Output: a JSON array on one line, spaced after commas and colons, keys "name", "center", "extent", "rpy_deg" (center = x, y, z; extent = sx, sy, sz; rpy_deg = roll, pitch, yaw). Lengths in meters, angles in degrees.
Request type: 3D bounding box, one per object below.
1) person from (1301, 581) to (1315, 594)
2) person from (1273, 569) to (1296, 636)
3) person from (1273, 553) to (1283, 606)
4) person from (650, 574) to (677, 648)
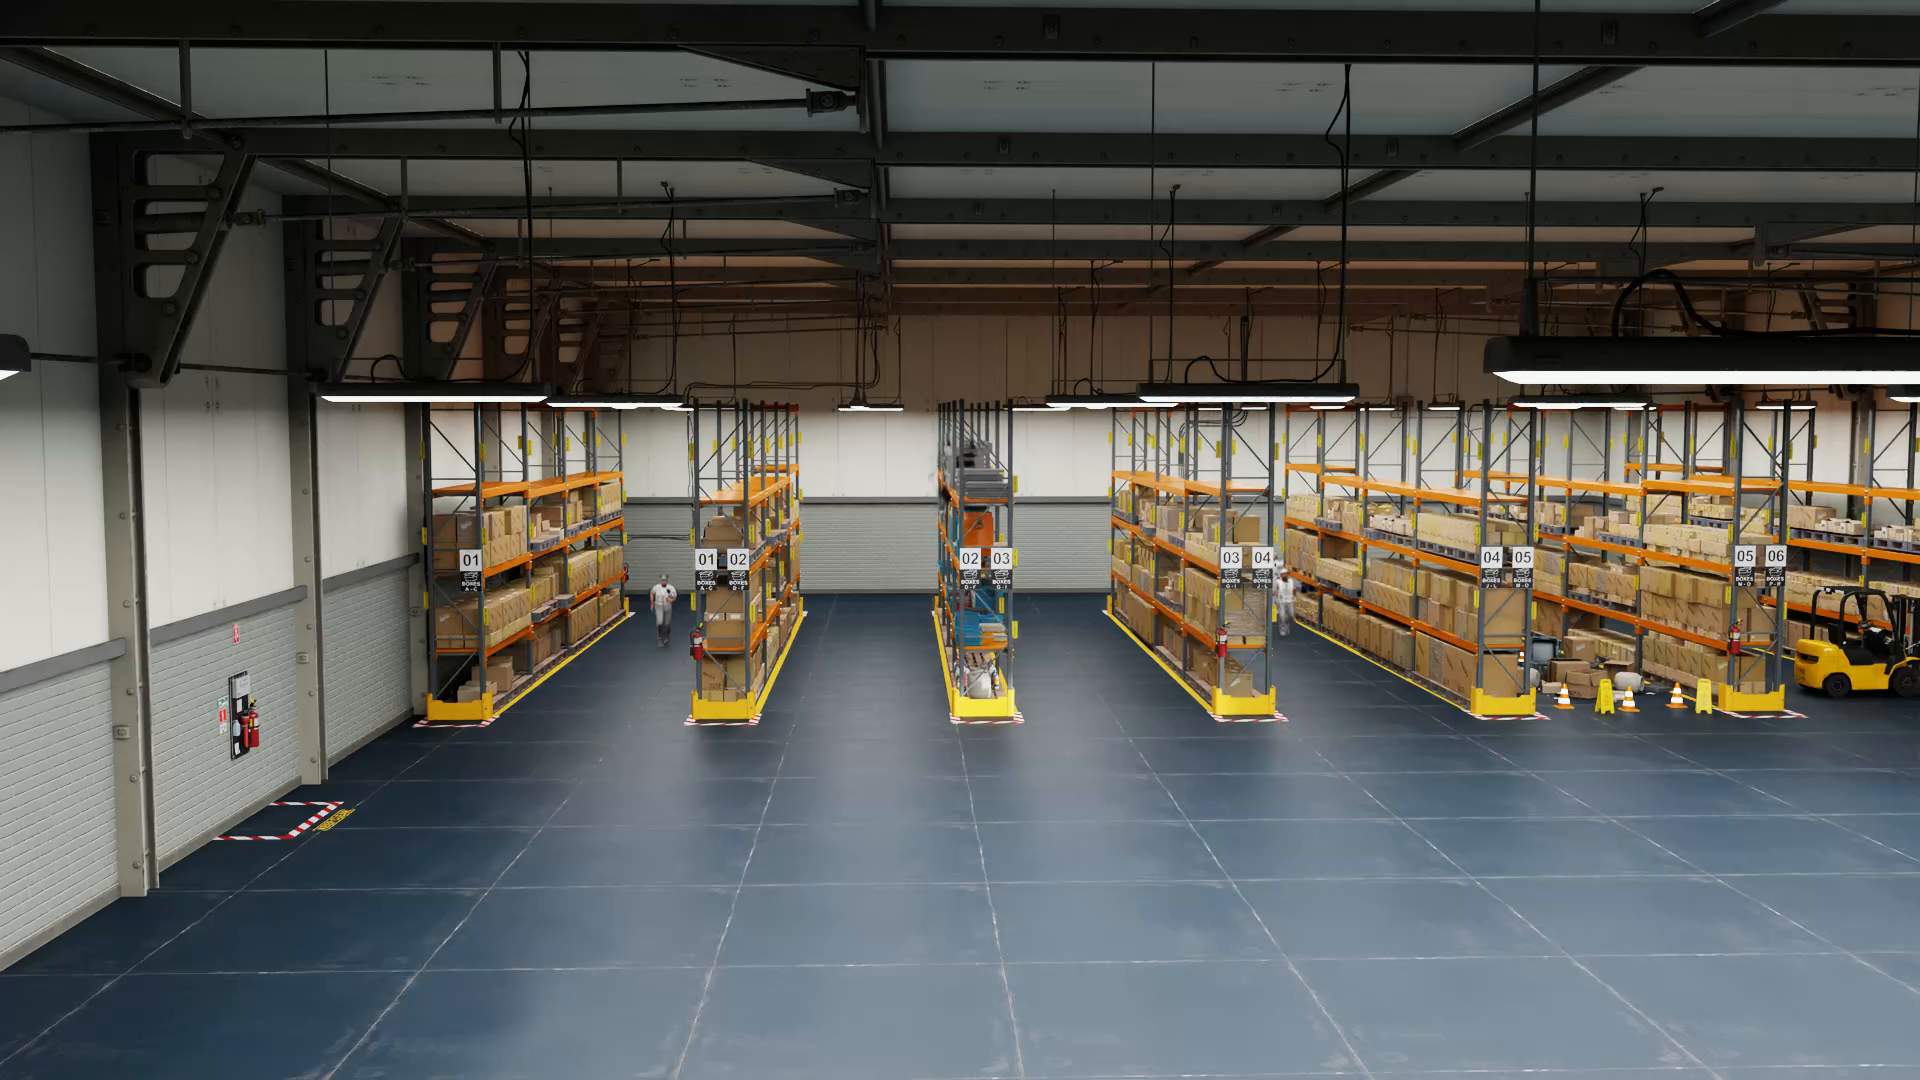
[{"name": "person", "center": [10.311, 1.187, 49.035], "extent": [0.508, 1.615, 0.805], "rpy_deg": [-4, 6, -42]}, {"name": "person", "center": [8.353, 1.607, 42.641], "extent": [0.669, 1.737, 0.589], "rpy_deg": [0, 4, -5]}, {"name": "person", "center": [9.229, 1.204, 48.730], "extent": [0.880, 1.685, 0.656], "rpy_deg": [-3, 5, -34]}, {"name": "person", "center": [-7.289, 1.744, 40.943], "extent": [0.630, 1.841, 0.854], "rpy_deg": [-1, 4, -13]}]
